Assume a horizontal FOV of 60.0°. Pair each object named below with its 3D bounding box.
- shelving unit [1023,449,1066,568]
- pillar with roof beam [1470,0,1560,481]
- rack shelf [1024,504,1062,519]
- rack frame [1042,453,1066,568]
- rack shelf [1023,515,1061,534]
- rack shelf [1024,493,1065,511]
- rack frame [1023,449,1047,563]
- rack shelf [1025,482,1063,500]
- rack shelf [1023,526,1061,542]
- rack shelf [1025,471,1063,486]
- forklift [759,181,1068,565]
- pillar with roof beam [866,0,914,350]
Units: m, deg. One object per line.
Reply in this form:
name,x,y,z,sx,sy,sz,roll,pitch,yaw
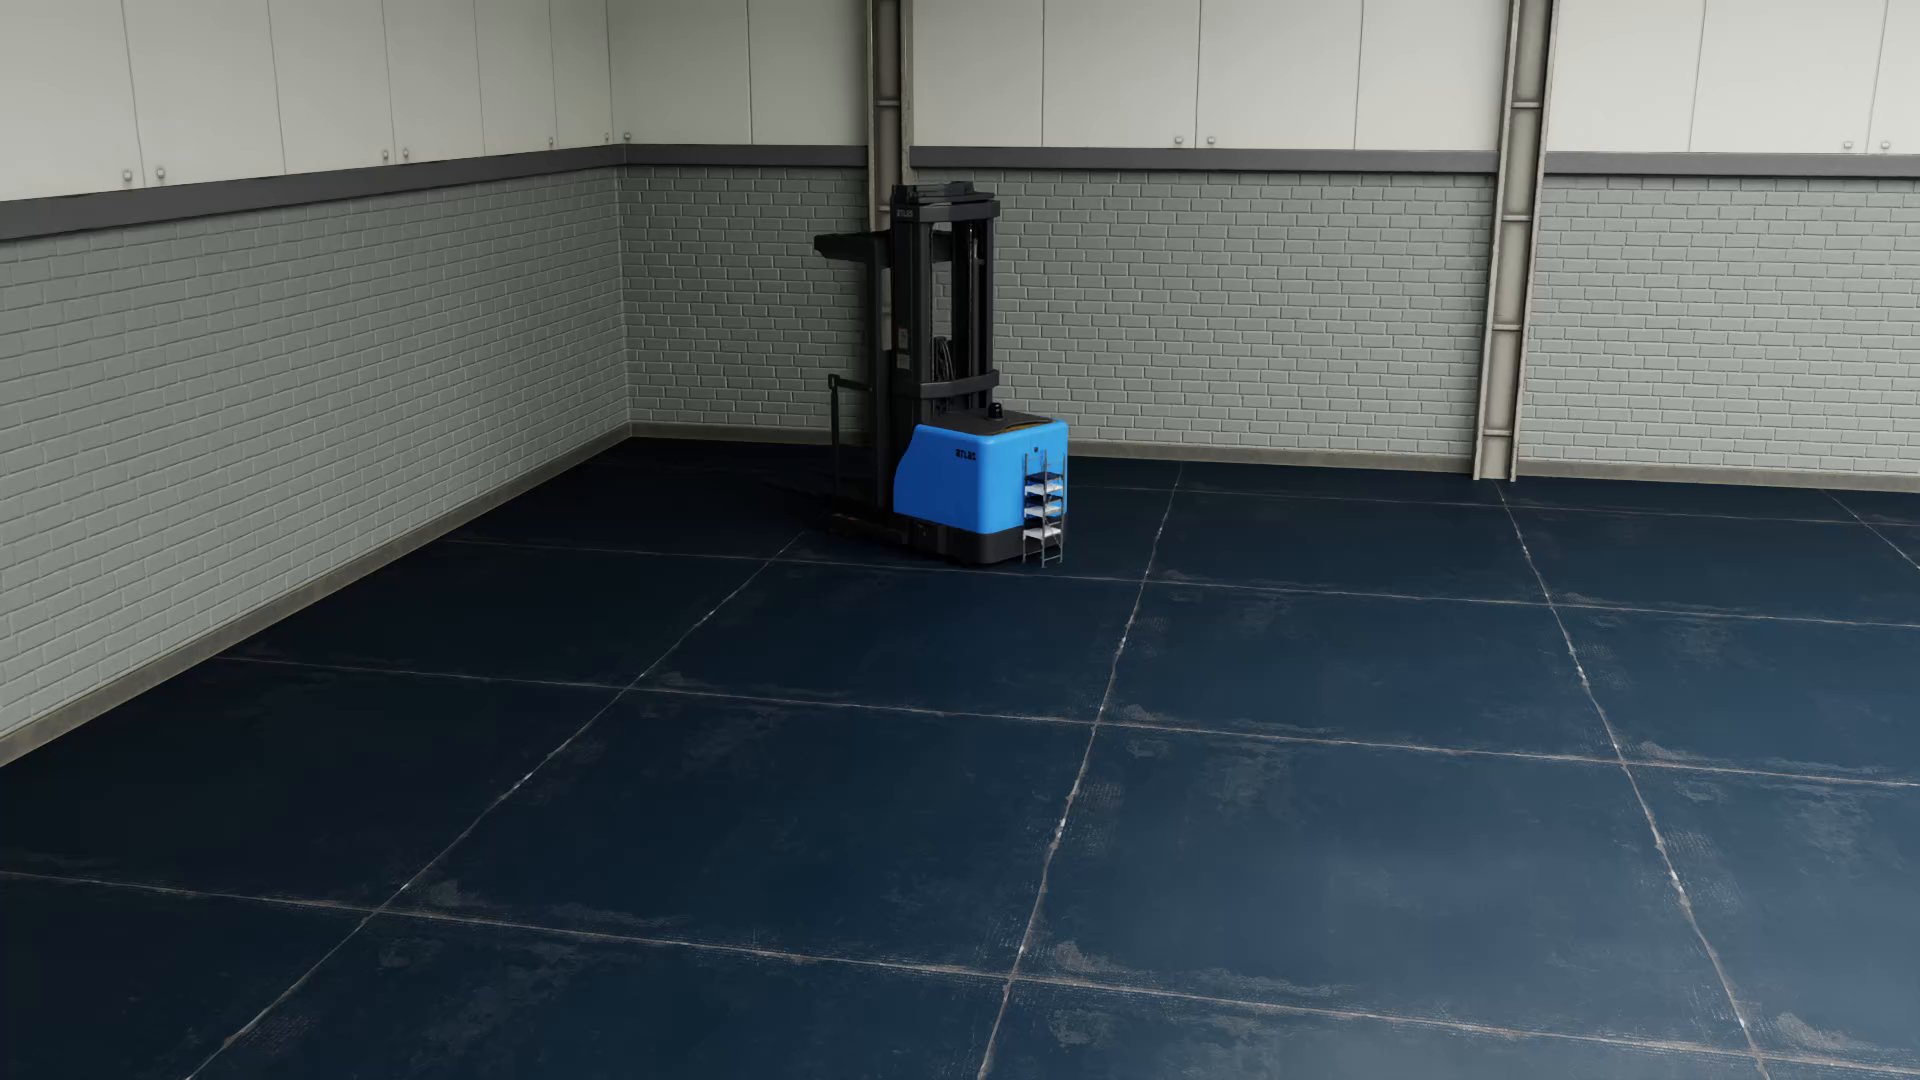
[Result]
shelving unit,0.668,-0.251,13.201,0.210,0.900,0.258,16,22,42
pillar with roof beam,4.336,-3.826,10.946,0.400,9.000,9.100,3,16,11
rack shelf,0.667,-0.219,13.211,0.200,0.077,0.258,16,22,42
rack frame,0.740,-0.229,13.133,0.006,0.900,0.240,16,22,42
rack shelf,0.666,-0.132,13.236,0.200,0.077,0.258,16,22,42
rack shelf,0.669,-0.305,13.185,0.200,0.077,0.258,16,22,42
rack frame,0.595,-0.272,13.269,0.006,0.900,0.240,16,22,42
rack shelf,0.670,-0.391,13.160,0.200,0.077,0.258,16,22,42
rack shelf,0.664,-0.046,13.262,0.200,0.077,0.258,16,22,42
rack shelf,0.672,-0.477,13.134,0.200,0.077,0.258,16,22,42
forklift,-0.516,-1.528,14.017,3.031,2.935,1.130,15,21,42
pillar with roof beam,-1.544,-4.145,12.098,0.400,9.000,9.100,3,16,11
